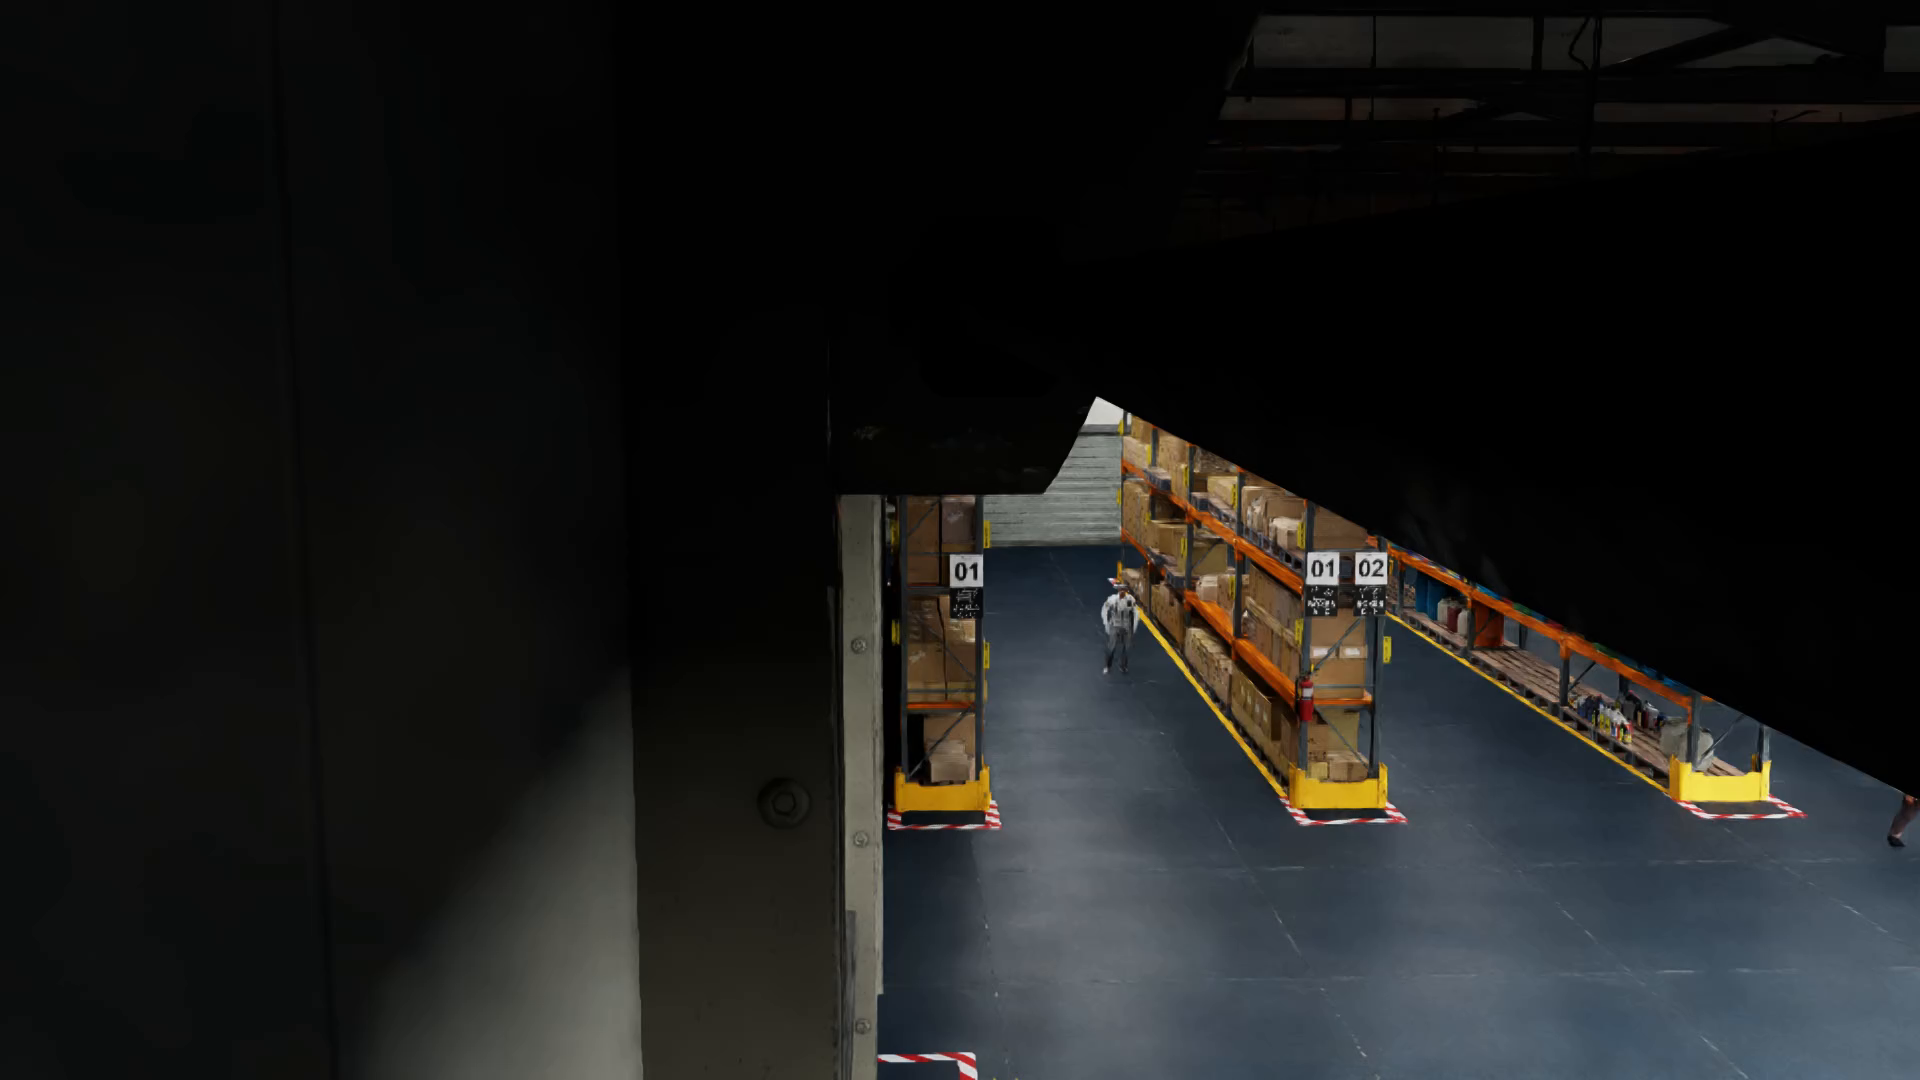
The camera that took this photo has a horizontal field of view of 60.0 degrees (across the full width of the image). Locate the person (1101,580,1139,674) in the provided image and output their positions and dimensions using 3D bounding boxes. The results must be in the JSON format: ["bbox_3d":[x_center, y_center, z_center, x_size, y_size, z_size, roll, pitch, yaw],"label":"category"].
[{"bbox_3d":[2.675,1.444,27.803,0.639,1.632,0.512,-1,8,-4],"label":"person"}]

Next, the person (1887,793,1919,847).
[{"bbox_3d":[10.843,2.776,18.629,0.543,1.647,1.115,0,8,-1],"label":"person"}]
